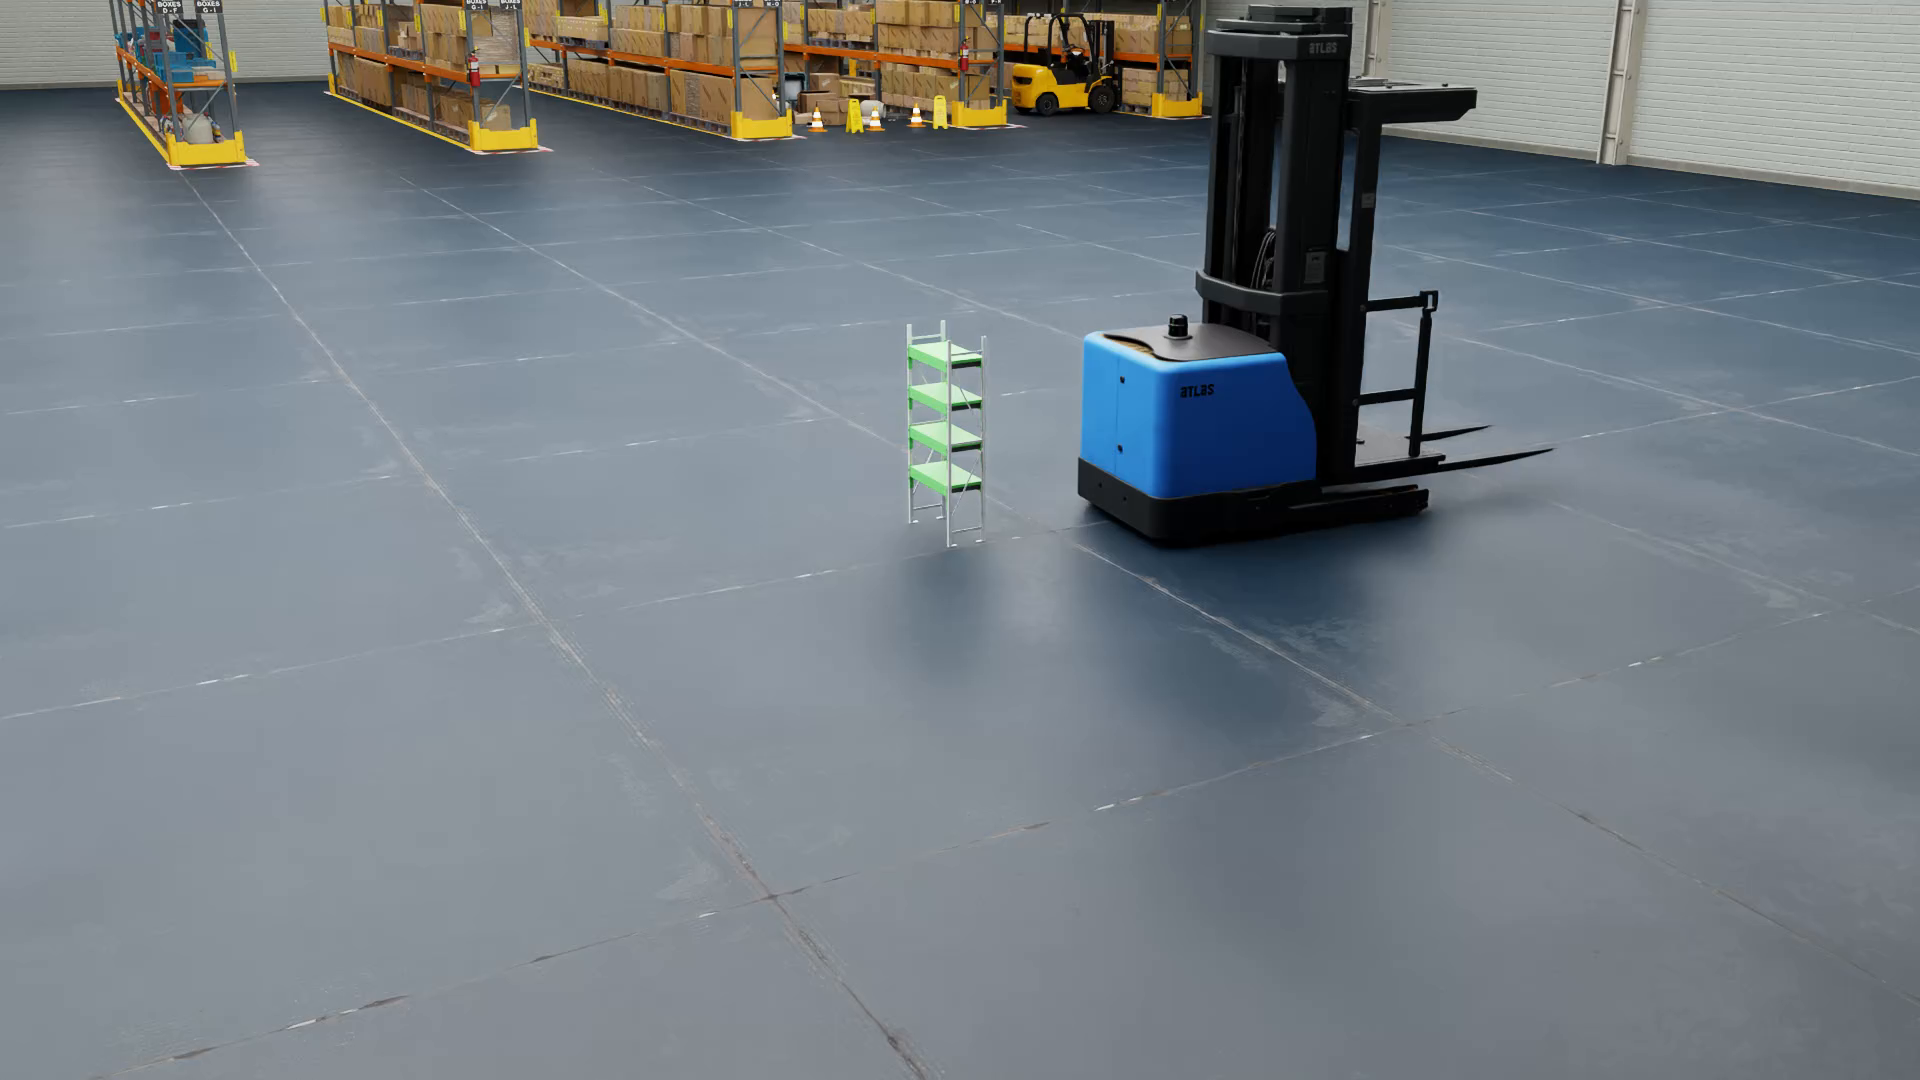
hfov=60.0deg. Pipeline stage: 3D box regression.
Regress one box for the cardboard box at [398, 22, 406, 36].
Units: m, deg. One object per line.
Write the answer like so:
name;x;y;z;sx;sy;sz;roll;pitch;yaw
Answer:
cardboard box;-11.789;-10.945;35.956;0.500;0.500;0.500;-13;23;-33

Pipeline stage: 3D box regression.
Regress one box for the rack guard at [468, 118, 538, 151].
rack guard;-8.318;-7.392;30.287;1.175;0.500;0.348;-10;21;-27

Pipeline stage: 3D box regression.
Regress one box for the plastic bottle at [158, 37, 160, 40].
plastic bottle;-17.741;-10.971;36.902;0.144;0.351;0.185;-10;21;-27

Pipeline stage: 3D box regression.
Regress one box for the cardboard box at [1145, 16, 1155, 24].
cardboard box;4.306;-11.487;36.720;0.380;0.149;0.250;-10;21;-27

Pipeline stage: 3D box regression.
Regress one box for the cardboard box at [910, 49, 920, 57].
cardboard box;-0.849;-10.540;35.962;0.380;0.149;0.250;-10;21;-27

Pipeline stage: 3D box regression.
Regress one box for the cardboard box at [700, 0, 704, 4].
cardboard box;-6.929;-14.871;46.442;0.500;0.500;0.500;-11;22;-28

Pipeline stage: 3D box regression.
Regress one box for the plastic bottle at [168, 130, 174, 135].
plastic bottle;-13.898;-7.129;29.309;0.097;0.201;0.097;0;19;0

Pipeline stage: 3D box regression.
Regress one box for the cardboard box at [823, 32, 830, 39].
cardboard box;-3.062;-12.087;39.802;0.380;0.149;0.250;-10;21;-26

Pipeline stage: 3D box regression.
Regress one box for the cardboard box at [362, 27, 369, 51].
cardboard box;-13.505;-11.585;38.454;0.500;0.500;0.500;-11;22;-28

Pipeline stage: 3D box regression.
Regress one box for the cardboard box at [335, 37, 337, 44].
cardboard box;-15.512;-12.578;41.871;0.380;0.149;0.250;-10;22;-28

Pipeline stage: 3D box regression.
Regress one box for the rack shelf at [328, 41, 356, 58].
rack shelf;-14.930;-12.231;41.581;1.077;0.370;4.000;-10;21;-27

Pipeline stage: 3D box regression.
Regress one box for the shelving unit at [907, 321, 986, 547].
shelving unit;-0.079;-0.615;9.573;0.258;1.200;0.503;-10;21;-27

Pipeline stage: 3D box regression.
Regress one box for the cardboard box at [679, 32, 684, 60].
cardboard box;-5.301;-10.252;34.513;0.875;0.550;0.550;-10;21;-27

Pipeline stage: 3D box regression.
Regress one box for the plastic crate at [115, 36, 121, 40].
plastic crate;-20.098;-12.016;40.020;0.416;0.233;0.300;-10;21;-27

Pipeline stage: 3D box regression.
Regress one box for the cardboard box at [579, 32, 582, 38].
cardboard box;-8.911;-12.107;39.860;0.380;0.149;0.250;-9;21;-25

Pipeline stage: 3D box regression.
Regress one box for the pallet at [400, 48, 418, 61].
pallet;-11.105;-10.196;34.874;1.003;0.211;1.213;-10;21;-27

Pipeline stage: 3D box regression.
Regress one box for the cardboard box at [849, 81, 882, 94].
cardboard box;-2.055;-10.547;38.984;0.950;0.372;0.625;-9;21;-23

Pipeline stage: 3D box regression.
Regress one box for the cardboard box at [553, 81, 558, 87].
cardboard box;-10.285;-11.800;42.956;0.380;0.149;0.250;-11;22;-28

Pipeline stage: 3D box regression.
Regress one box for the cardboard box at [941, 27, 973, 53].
cardboard box;-0.060;-10.388;34.528;0.500;0.500;0.500;-10;22;-28

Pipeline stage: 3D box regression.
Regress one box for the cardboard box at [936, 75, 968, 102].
cardboard box;-0.170;-9.530;35.072;0.500;0.500;0.500;-10;21;-26

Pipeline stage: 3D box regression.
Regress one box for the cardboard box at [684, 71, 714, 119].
cardboard box;-5.100;-9.184;34.262;0.875;0.875;0.875;-10;21;-26

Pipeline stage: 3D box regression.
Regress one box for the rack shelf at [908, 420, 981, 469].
rack shelf;-0.079;-0.554;9.594;0.258;0.148;0.480;-10;21;-27

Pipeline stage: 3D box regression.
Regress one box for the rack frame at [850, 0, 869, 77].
rack frame;-2.791;-15.450;49.807;1.000;3.000;0.127;-10;21;-27

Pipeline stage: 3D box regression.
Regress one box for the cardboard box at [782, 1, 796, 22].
cardboard box;-4.316;-13.301;41.893;0.500;0.500;0.500;-10;21;-27

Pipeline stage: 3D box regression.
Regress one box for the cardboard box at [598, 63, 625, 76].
cardboard box;-8.223;-11.115;39.282;0.500;0.250;0.500;-11;22;-28

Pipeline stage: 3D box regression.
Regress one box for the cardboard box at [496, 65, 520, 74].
cardboard box;-8.207;-8.552;30.201;0.380;0.149;0.250;-10;21;-27

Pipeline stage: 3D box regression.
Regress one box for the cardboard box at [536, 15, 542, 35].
cardboard box;-10.751;-13.463;43.439;0.500;0.500;0.500;-11;22;-28

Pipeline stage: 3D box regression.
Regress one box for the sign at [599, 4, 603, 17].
sign;-9.080;-13.370;42.005;0.100;0.325;0.005;-10;21;-27

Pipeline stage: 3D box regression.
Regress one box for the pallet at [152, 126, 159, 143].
pallet;-14.947;-7.834;32.011;1.003;0.211;1.213;-10;21;-27

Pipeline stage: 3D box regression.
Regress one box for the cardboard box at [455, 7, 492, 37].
cardboard box;-8.760;-9.332;29.935;0.500;0.500;0.500;-10;21;-27

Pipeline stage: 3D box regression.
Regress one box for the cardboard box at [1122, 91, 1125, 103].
cardboard box;3.848;-10.131;37.963;0.500;0.250;0.500;-10;21;-26

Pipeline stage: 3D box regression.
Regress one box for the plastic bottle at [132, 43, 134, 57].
plastic bottle;-17.701;-10.496;35.628;0.061;0.283;0.133;-10;21;-27

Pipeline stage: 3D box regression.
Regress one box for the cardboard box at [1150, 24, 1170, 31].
cardboard box;4.395;-11.267;36.536;0.380;0.149;0.250;-10;21;-26

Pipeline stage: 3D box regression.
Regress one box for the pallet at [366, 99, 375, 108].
pallet;-13.547;-10.469;39.646;1.003;0.211;1.213;-10;21;-27

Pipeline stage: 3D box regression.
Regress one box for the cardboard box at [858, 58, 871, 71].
cardboard box;-2.584;-14.278;49.594;0.797;0.503;0.637;-11;22;-29

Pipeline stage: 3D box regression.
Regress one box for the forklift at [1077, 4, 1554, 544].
forklift;2.286;-1.663;9.958;3.031;2.935;1.130;-8;21;-22

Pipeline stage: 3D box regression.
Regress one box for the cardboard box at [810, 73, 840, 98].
cardboard box;-3.012;-10.127;37.053;0.500;0.500;0.500;-10;21;-27

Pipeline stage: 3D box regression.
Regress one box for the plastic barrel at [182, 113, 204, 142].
plastic barrel;-13.258;-7.128;28.860;0.421;0.512;0.421;0;19;0

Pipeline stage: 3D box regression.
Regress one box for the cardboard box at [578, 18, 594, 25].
cardboard box;-8.916;-12.390;39.768;0.380;0.149;0.250;-9;21;-24

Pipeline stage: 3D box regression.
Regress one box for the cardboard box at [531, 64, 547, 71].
cardboard box;-11.273;-12.661;44.538;0.380;0.149;0.250;-10;21;-27

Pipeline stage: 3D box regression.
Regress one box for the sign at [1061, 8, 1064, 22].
sign;2.434;-12.428;39.396;0.100;0.325;0.005;-10;21;-27

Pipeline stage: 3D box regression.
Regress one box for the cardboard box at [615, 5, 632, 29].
cardboard box;-7.463;-11.977;38.057;0.700;0.500;0.500;-10;21;-27

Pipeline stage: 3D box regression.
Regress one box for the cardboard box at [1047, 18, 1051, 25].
cardboard box;2.341;-12.572;40.320;0.380;0.149;0.250;-10;21;-27

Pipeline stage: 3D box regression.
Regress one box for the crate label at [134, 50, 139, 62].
crate label;-16.569;-9.823;33.757;0.303;0.233;0.416;-10;21;-27

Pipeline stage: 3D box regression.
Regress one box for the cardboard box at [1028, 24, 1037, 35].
cardboard box;1.960;-12.566;40.913;0.500;0.250;0.500;-10;21;-26

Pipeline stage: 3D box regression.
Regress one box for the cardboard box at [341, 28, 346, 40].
cardboard box;-14.911;-12.447;40.879;0.500;0.250;0.500;-10;21;-26

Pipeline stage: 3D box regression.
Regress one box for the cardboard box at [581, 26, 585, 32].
cardboard box;-8.793;-12.175;39.600;0.380;0.149;0.250;-10;21;-27

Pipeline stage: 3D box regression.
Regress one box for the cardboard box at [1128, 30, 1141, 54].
cardboard box;4.103;-11.155;37.207;0.500;0.500;0.500;-9;21;-25

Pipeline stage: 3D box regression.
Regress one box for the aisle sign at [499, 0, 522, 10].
aisle sign;-7.988;-9.809;29.475;0.394;0.787;0.004;-10;21;-27

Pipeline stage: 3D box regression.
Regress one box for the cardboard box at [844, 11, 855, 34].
cardboard box;-2.357;-12.010;38.584;0.500;0.500;0.500;-9;21;-25

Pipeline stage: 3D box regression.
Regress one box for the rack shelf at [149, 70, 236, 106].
rack shelf;-13.590;-8.019;29.374;1.077;0.370;4.000;-10;21;-27

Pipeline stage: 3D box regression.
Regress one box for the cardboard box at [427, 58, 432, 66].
cardboard box;-10.236;-9.399;32.657;0.380;0.149;0.250;-10;21;-27

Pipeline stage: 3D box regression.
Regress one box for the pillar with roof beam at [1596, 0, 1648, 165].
pillar with roof beam;7.179;-9.921;24.586;9.100;9.000;0.400;-10;21;-27
